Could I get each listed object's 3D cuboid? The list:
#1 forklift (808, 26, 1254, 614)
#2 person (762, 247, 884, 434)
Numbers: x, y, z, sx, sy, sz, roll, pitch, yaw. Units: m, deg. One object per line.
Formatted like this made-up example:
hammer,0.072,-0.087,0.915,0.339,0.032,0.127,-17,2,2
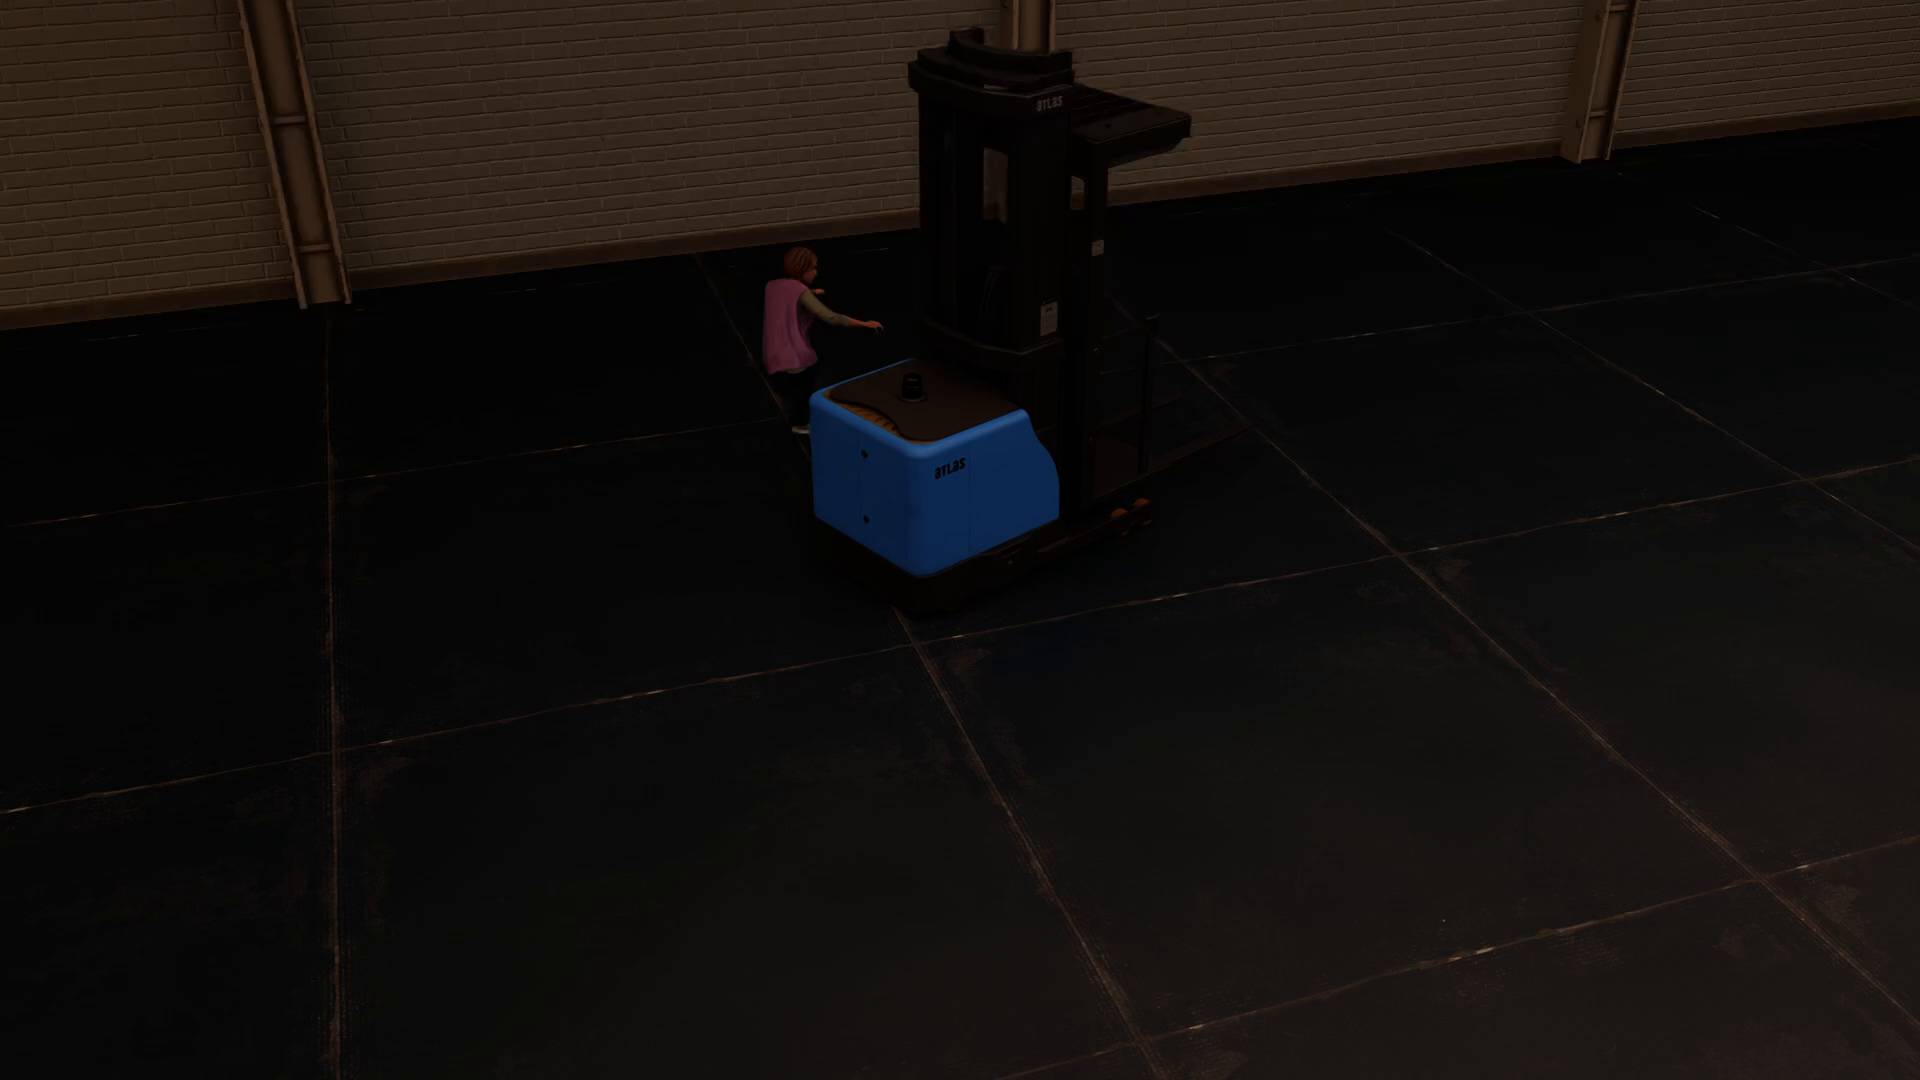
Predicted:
forklift,0.575,-1.470,9.641,3.031,2.935,1.130,-24,37,-35
person,-0.878,-1.213,10.768,0.827,1.379,0.937,6,30,10
